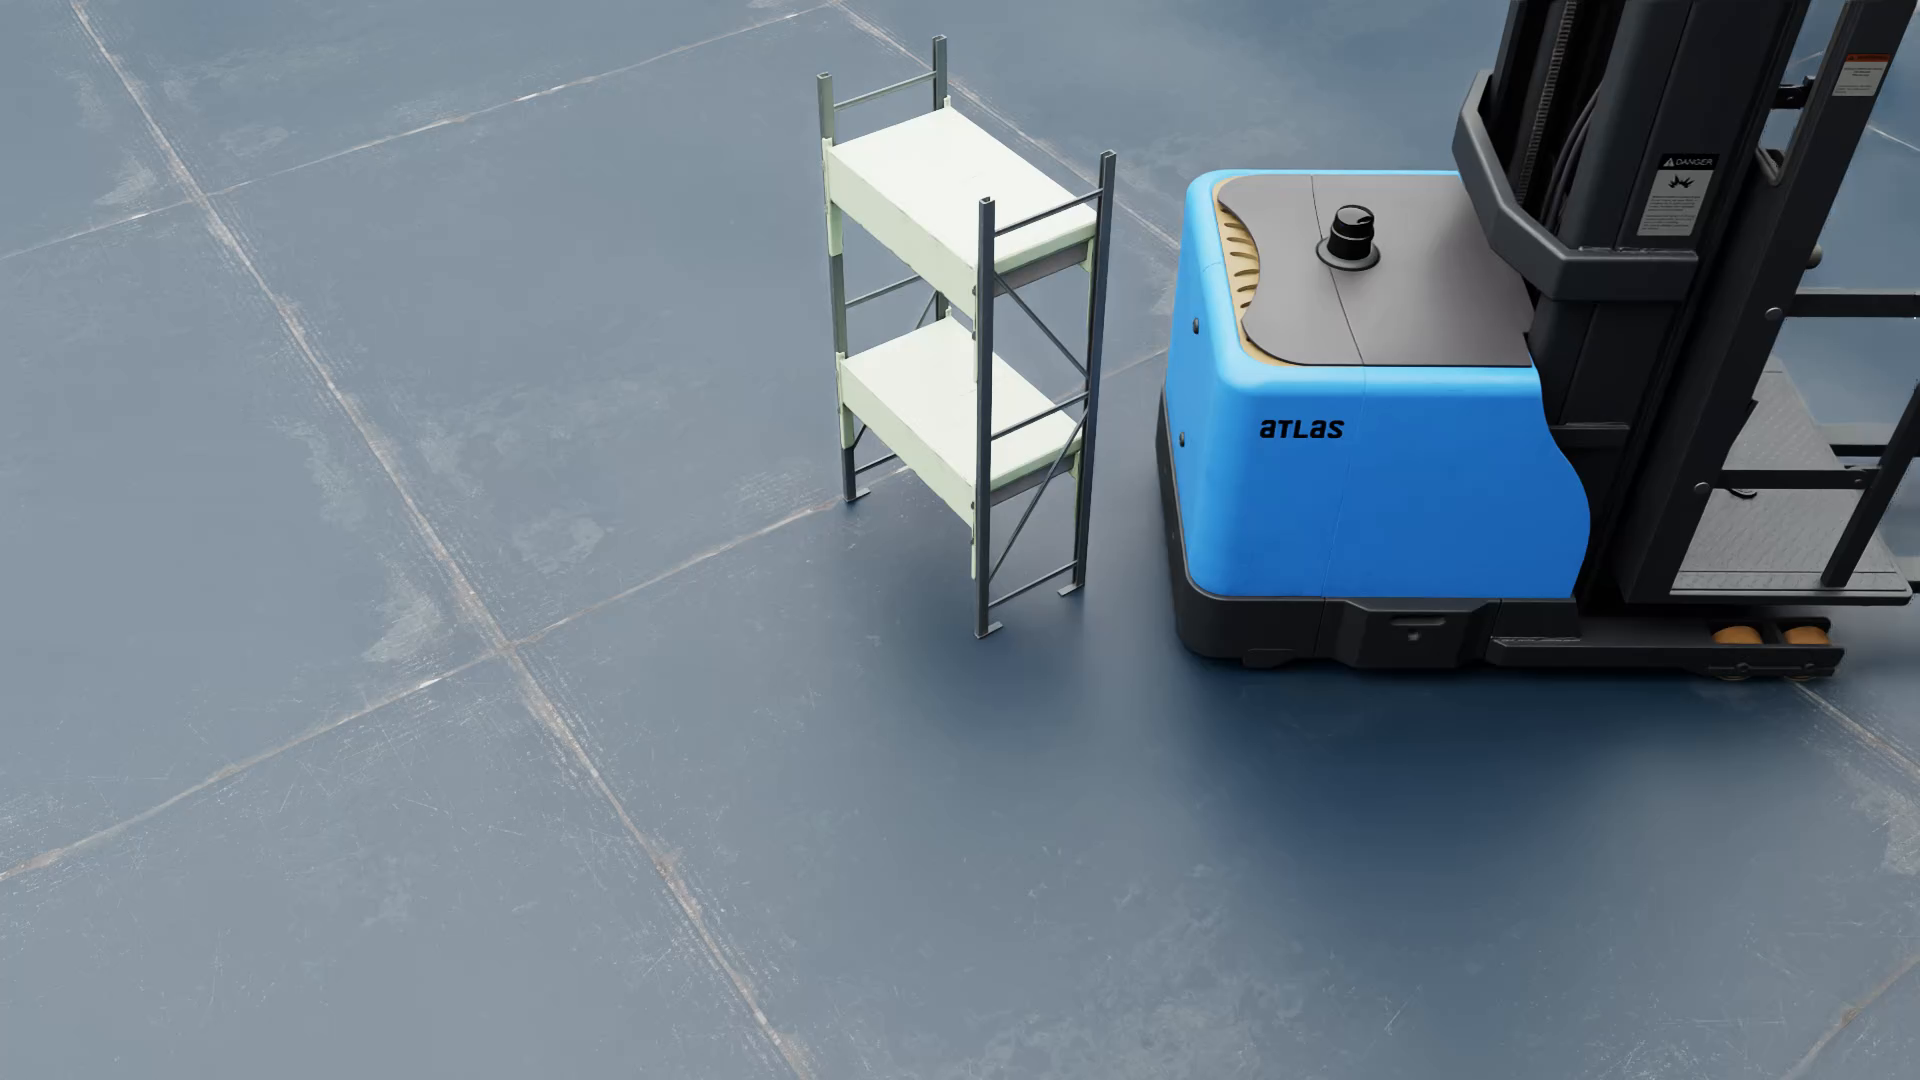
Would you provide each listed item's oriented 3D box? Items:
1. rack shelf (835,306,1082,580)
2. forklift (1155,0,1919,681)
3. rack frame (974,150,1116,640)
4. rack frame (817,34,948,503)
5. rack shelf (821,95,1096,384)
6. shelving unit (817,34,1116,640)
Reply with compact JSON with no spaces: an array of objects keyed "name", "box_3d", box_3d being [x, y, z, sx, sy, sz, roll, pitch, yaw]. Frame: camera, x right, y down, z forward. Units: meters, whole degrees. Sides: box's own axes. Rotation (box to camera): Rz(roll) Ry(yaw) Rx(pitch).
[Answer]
[{"name":"rack shelf","box_3d":[0.004,-0.303,4.953,0.431,0.370,0.720,-26,49,-24]},{"name":"forklift","box_3d":[2.155,-1.023,4.199,3.031,2.935,1.130,0,44,0]},{"name":"rack frame","box_3d":[0.213,-0.331,4.511,0.400,1.500,0.023,-26,49,-24]},{"name":"rack frame","box_3d":[-0.206,-0.746,4.945,0.400,1.500,0.023,-26,49,-24]},{"name":"rack shelf","box_3d":[0.004,-0.821,4.459,0.431,0.370,0.720,-26,49,-24]},{"name":"shelving unit","box_3d":[0.004,-0.539,4.728,0.431,1.500,0.755,-26,49,-24]}]
